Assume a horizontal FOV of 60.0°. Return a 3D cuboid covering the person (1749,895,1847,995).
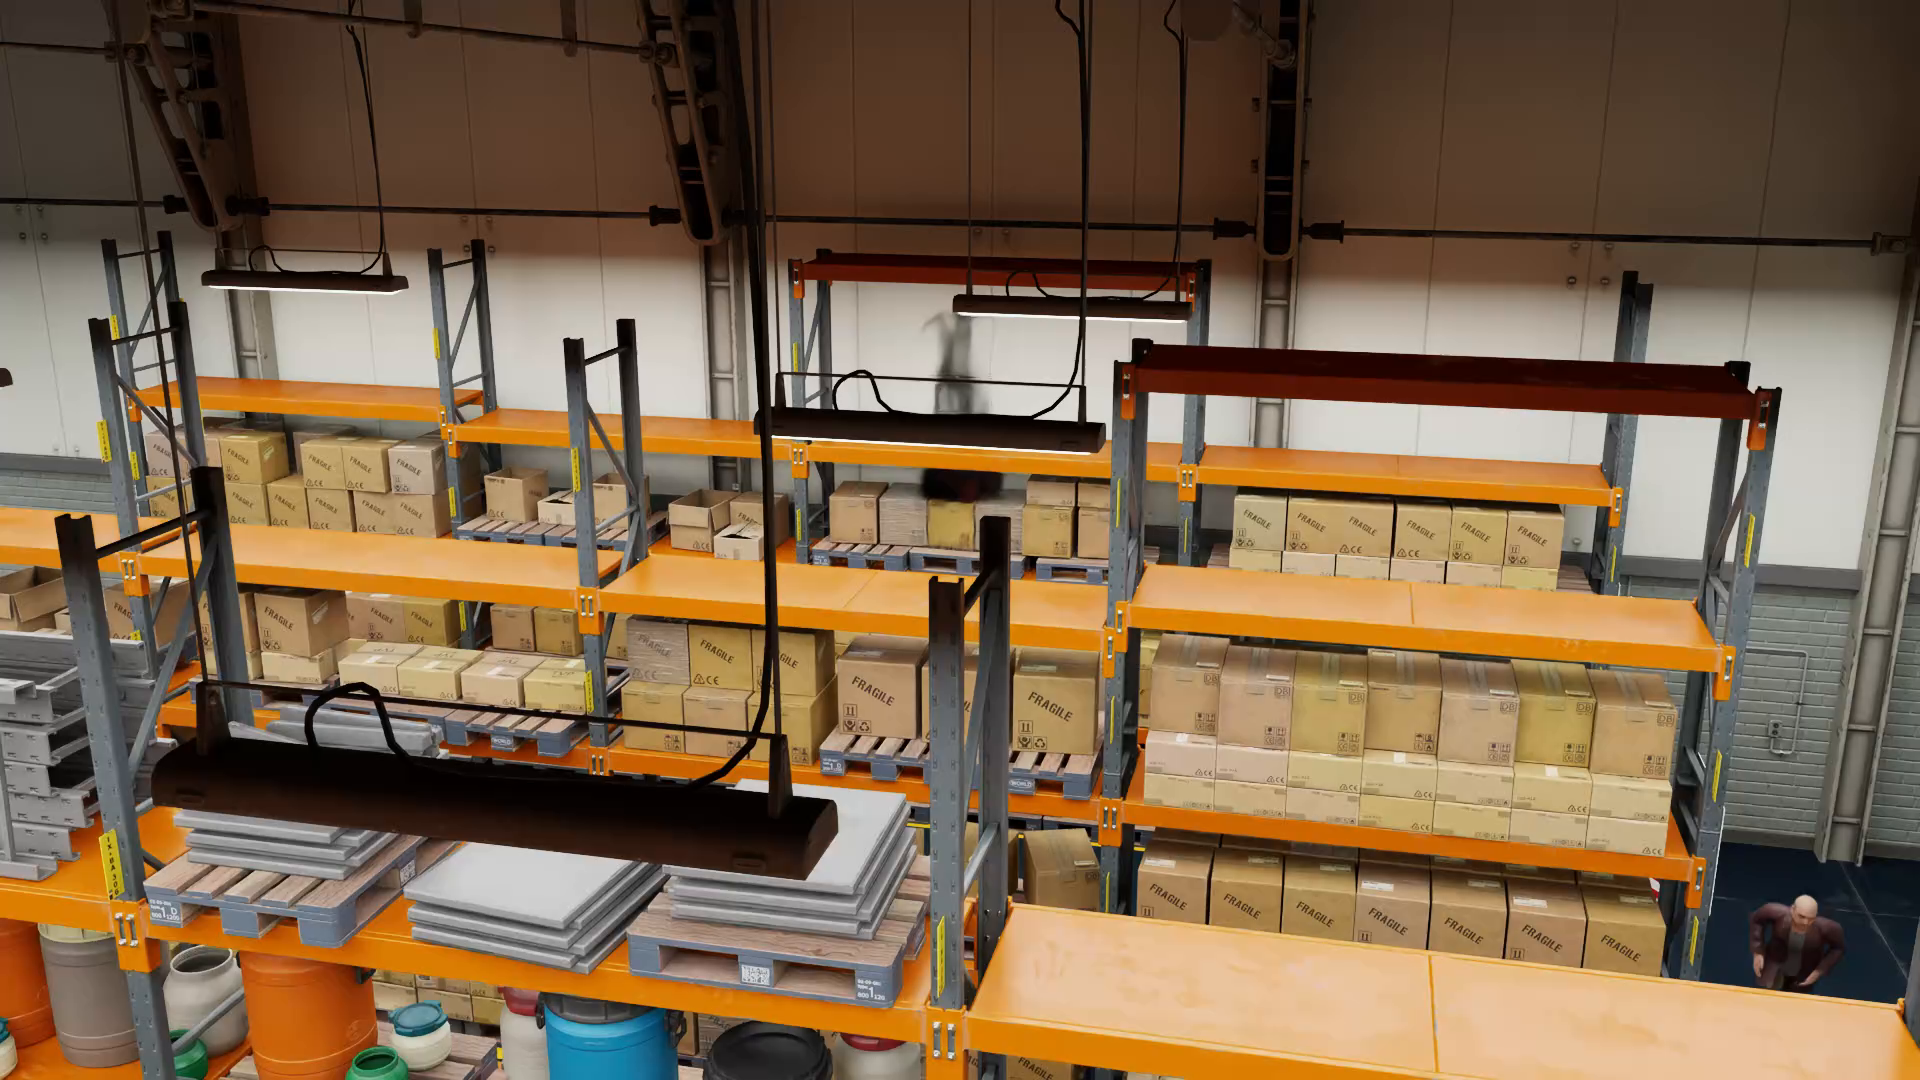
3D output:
[{"bbox_3d":[6.833,3.485,13.668,0.719,1.639,1.061,7,18,24],"label":"person"}]
